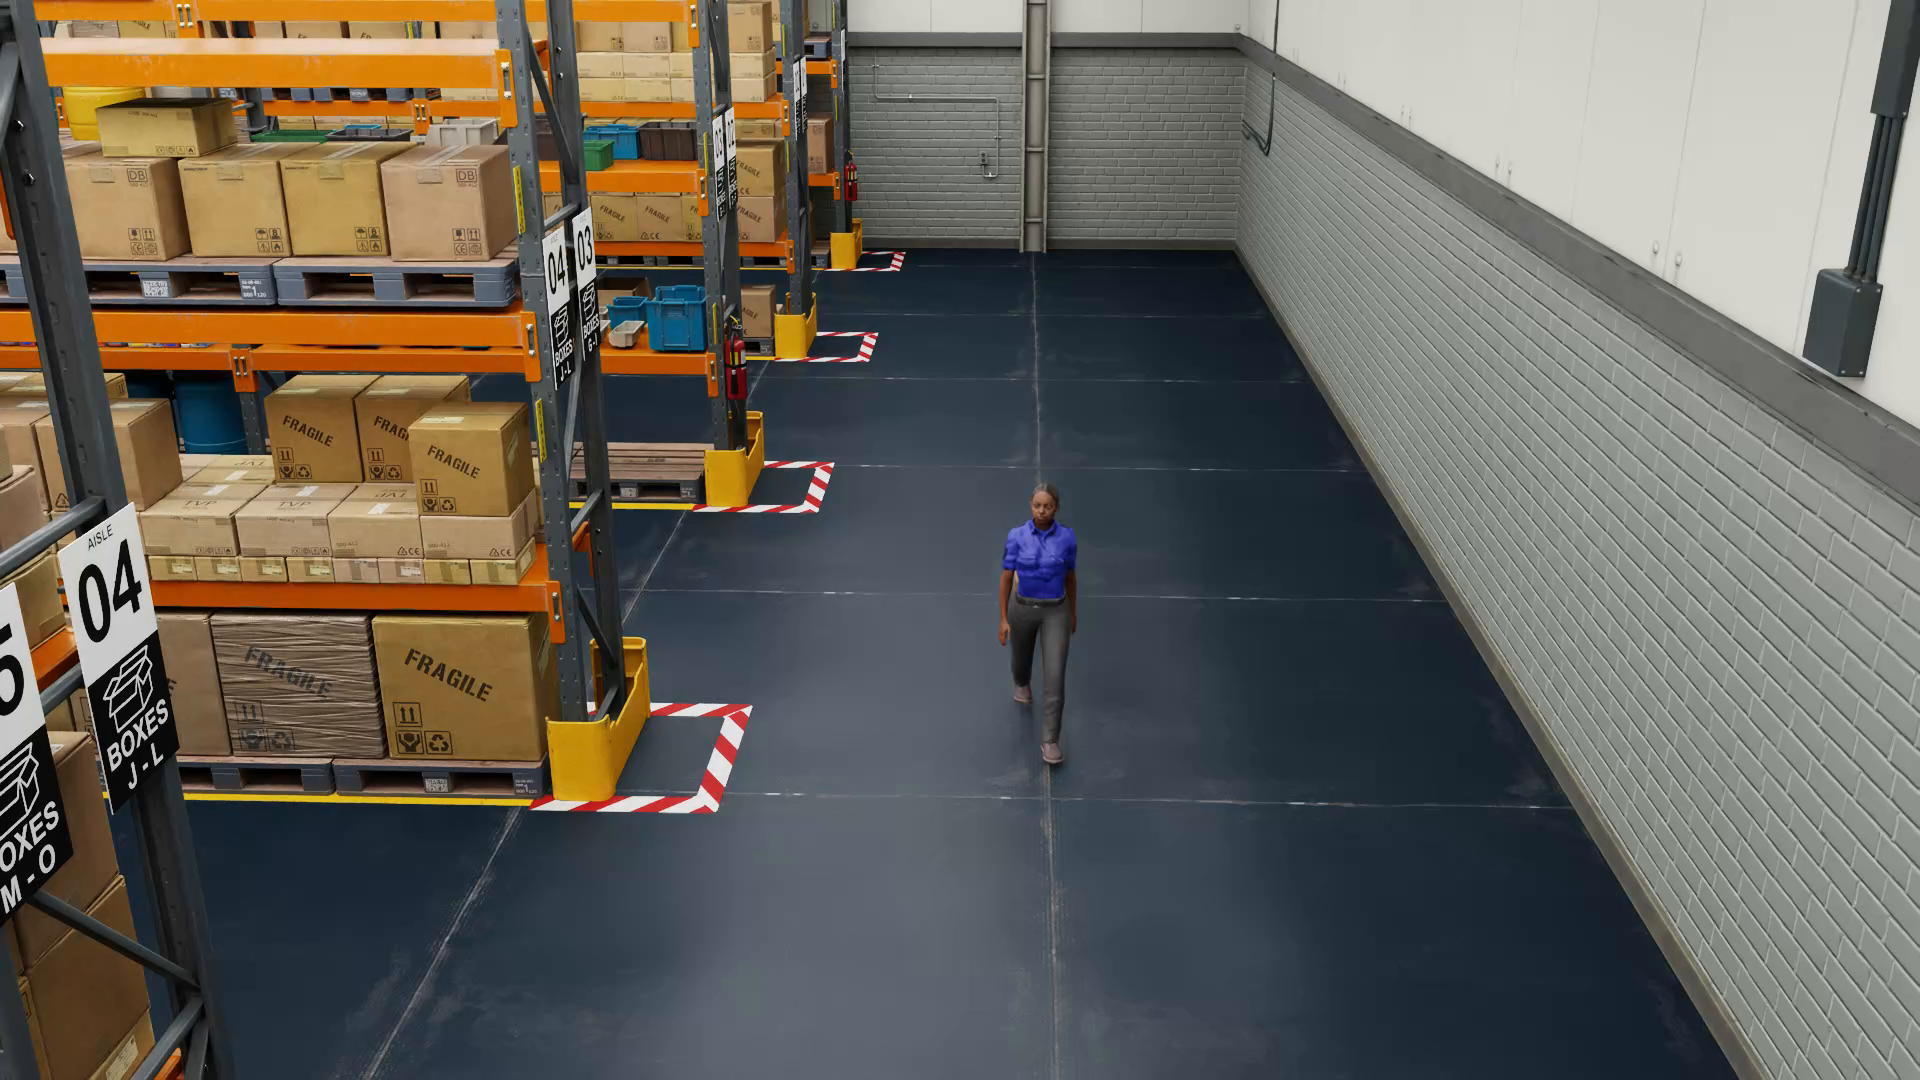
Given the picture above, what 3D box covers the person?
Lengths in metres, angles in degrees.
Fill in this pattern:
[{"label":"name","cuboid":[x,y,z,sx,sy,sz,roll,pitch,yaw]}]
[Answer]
[{"label":"person","cuboid":[0.470,0.428,9.969,0.470,1.599,0.995,1,21,3]}]
